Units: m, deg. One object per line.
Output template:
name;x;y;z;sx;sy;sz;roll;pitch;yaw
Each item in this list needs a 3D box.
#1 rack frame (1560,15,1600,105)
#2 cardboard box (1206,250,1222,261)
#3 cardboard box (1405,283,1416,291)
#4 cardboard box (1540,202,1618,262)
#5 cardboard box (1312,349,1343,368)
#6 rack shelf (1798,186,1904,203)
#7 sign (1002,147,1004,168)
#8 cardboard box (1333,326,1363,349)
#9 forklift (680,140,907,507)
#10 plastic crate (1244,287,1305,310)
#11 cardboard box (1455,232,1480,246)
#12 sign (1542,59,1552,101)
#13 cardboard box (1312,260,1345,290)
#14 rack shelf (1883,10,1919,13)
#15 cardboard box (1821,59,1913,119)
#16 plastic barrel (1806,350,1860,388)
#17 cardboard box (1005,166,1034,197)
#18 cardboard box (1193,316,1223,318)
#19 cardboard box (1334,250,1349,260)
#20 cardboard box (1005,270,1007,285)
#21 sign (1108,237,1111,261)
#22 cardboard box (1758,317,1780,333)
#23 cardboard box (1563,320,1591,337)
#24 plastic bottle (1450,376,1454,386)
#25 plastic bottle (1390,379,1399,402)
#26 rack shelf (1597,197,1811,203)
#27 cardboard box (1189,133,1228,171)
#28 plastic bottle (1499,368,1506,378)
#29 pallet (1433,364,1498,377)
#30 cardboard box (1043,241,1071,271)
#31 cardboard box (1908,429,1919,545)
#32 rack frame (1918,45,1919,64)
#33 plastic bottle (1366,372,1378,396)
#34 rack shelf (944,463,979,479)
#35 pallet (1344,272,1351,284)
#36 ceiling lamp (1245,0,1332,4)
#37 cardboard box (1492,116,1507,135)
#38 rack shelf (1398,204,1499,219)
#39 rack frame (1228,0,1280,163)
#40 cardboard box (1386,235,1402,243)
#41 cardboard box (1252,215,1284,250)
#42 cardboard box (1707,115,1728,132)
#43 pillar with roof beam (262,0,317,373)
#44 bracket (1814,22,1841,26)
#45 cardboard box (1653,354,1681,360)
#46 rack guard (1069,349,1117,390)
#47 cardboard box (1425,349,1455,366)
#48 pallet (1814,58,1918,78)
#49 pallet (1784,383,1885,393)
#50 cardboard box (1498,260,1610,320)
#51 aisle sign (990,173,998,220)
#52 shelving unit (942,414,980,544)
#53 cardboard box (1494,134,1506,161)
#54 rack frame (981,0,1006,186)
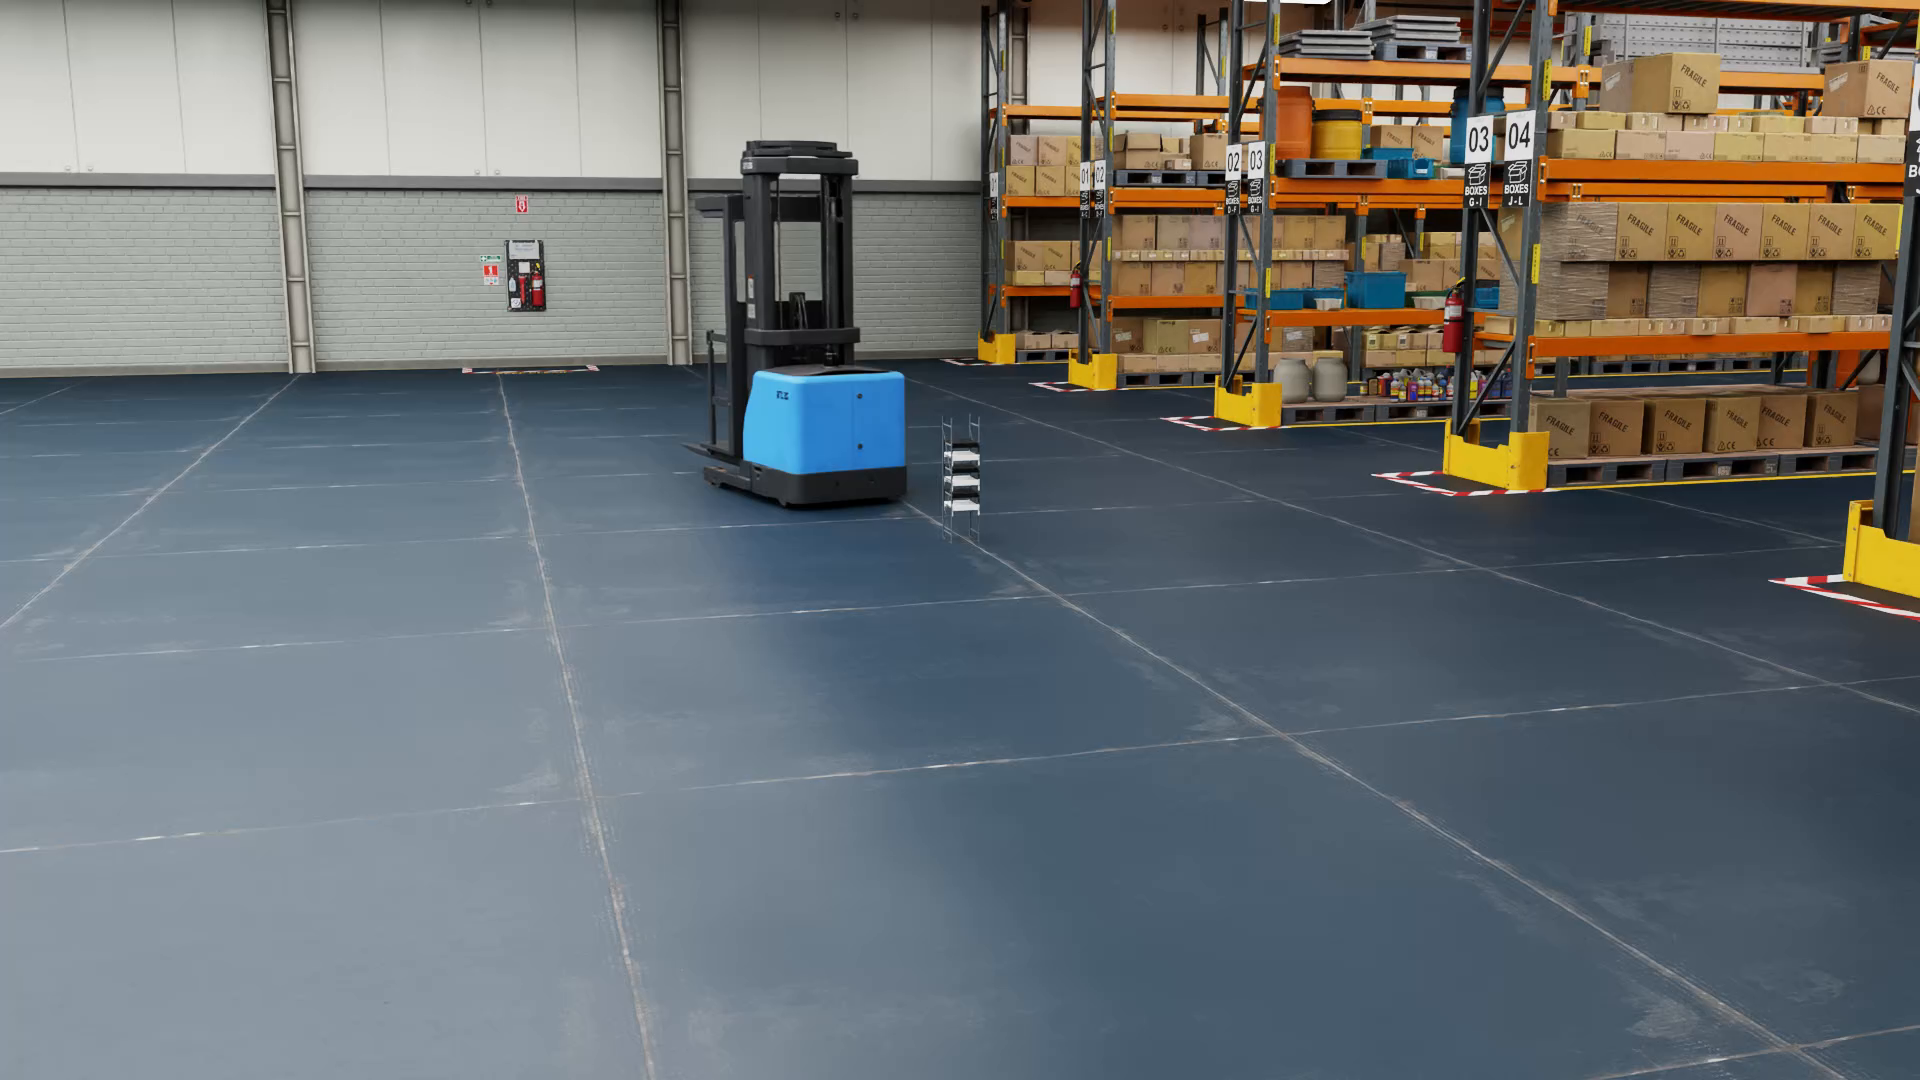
rack frame;9.631;-7.082;25.663;0.127;3.000;1.000;-3;11;-16
cardboard box;3.623;-4.143;24.199;0.250;0.149;0.380;-3;11;-17
cardboard box;6.698;-3.815;25.179;0.250;0.149;0.380;-3;11;-16
cardboard box;5.319;-2.672;14.419;0.500;0.500;0.500;-3;11;-16
cardboard box;5.406;-2.722;24.983;0.500;0.250;0.500;-3;11;-16
rack shelf;12.932;-4.493;21.871;4.000;0.370;1.077;-3;11;-16
sign;0.714;-6.399;27.820;0.005;0.325;0.100;-3;11;-16
cardboard box;6.099;-3.130;25.648;0.500;0.311;0.500;-3;11;-16
forklift;-1.610;-1.933;14.450;1.130;2.935;3.031;-6;12;-30
plastic crate;3.728;-2.870;19.762;0.616;0.251;0.499;-3;11;-16
cardboard box;9.267;-5.572;30.806;0.500;0.250;0.500;-3;11;-17
sign;4.867;-3.815;13.788;0.005;0.325;0.100;-3;11;-16
cardboard box;5.366;-3.955;24.969;0.500;0.500;0.700;-3;11;-17
rack shelf;15.392;-8.667;27.076;4.000;0.370;1.077;-3;11;-16
cardboard box;8.195;-4.057;15.033;0.500;0.500;0.500;-3;11;-18
plastic barrel;11.477;-2.438;21.836;0.708;0.830;0.600;-3;11;-16
cardboard box;0.953;-6.096;28.257;0.500;0.500;0.500;-3;11;-14
cardboard box;3.818;-3.107;25.003;0.500;0.500;0.500;-3;11;-16
cardboard box;5.589;-4.247;24.761;0.250;0.149;0.380;-3;11;-16
cardboard box;0.956;-4.581;29.007;0.500;0.250;0.500;-3;11;-15
sign;2.099;-4.095;23.395;0.005;0.325;0.100;-3;11;-16
cardboard box;7.218;-1.967;15.140;0.250;0.149;0.380;-3;11;-16
cardboard box;5.301;-1.863;14.578;0.250;0.149;0.380;-3;11;-16
plastic bottle;5.982;-1.829;20.003;0.135;0.276;0.152;-3;11;-15
plastic bottle;5.159;-1.778;19.740;0.097;0.271;0.097;0;10;0
rack shelf;11.551;-5.354;26.549;4.000;0.370;1.077;-3;11;-16
cardboard box;3.621;-5.563;23.874;0.500;0.500;0.500;-3;11;-16
plastic bottle;6.593;-1.924;20.315;0.185;0.351;0.144;-3;11;-16
pallet;7.661;-2.665;25.937;1.213;0.211;1.003;-3;11;-16
cardboard box;1.582;-4.888;28.601;0.500;0.500;0.500;-3;11;-16
cardboard box;6.637;-0.345;10.343;0.875;0.875;0.875;-3;11;-16
rack frame;6.005;-4.088;9.397;0.127;3.000;1.000;-3;11;-16
plastic bottle;5.079;-1.924;20.502;0.133;0.283;0.061;-3;11;-15
rack shelf;0.008;-0.499;11.957;0.200;0.077;0.258;-3;11;-16
pallet;6.354;-4.791;30.317;1.213;0.211;1.003;-3;11;-16
ceiling lamp;5.058;-10.117;26.025;2.000;3.185;0.800;-3;11;-16
cardboard box;4.895;-3.671;14.728;0.250;0.149;0.380;-3;11;-16
rack shelf;10.163;-6.215;31.226;4.000;0.370;1.077;-3;11;-16
rack frame;3.331;-5.816;18.785;0.127;3.000;1.000;-3;11;-16
cardboard box;7.920;-5.555;30.652;0.250;0.149;0.380;-5;11;-23
cardboard box;4.400;-4.542;24.575;0.500;0.500;0.700;-3;11;-16
cardboard box;6.529;-3.657;14.652;0.250;0.149;0.380;-3;11;-17
pillar with roof beam;-9.326;-6.369;21.786;0.400;9.000;9.100;-3;11;-16
bracket;15.485;-10.191;32.609;4.783;0.066;0.076;-3;11;-16
cardboard box;11.132;-3.144;26.530;0.500;0.500;0.500;-3;11;-17
rack guard;1.927;-2.496;24.226;0.348;0.500;1.175;-3;11;-16
cardboard box;7.235;-2.813;25.478;0.500;0.250;0.500;-3;11;-18
pallet;11.713;-5.963;21.207;1.003;0.211;1.213;-3;11;-16
pallet;11.757;-1.946;22.036;1.213;0.211;1.003;-3;11;-16
cardboard box;5.251;-2.223;14.741;0.500;0.500;0.875;-3;11;-16
aisle sign;0.577;-5.811;28.145;0.004;0.787;0.394;-3;11;-16
shelving unit;0.008;-0.443;11.967;0.210;0.900;0.258;-3;11;-16
cardboard box;5.107;-3.475;14.766;0.500;0.250;0.500;-3;11;-15
rack frame;0.562;-7.538;28.140;0.127;3.000;1.000;-3;11;-16
